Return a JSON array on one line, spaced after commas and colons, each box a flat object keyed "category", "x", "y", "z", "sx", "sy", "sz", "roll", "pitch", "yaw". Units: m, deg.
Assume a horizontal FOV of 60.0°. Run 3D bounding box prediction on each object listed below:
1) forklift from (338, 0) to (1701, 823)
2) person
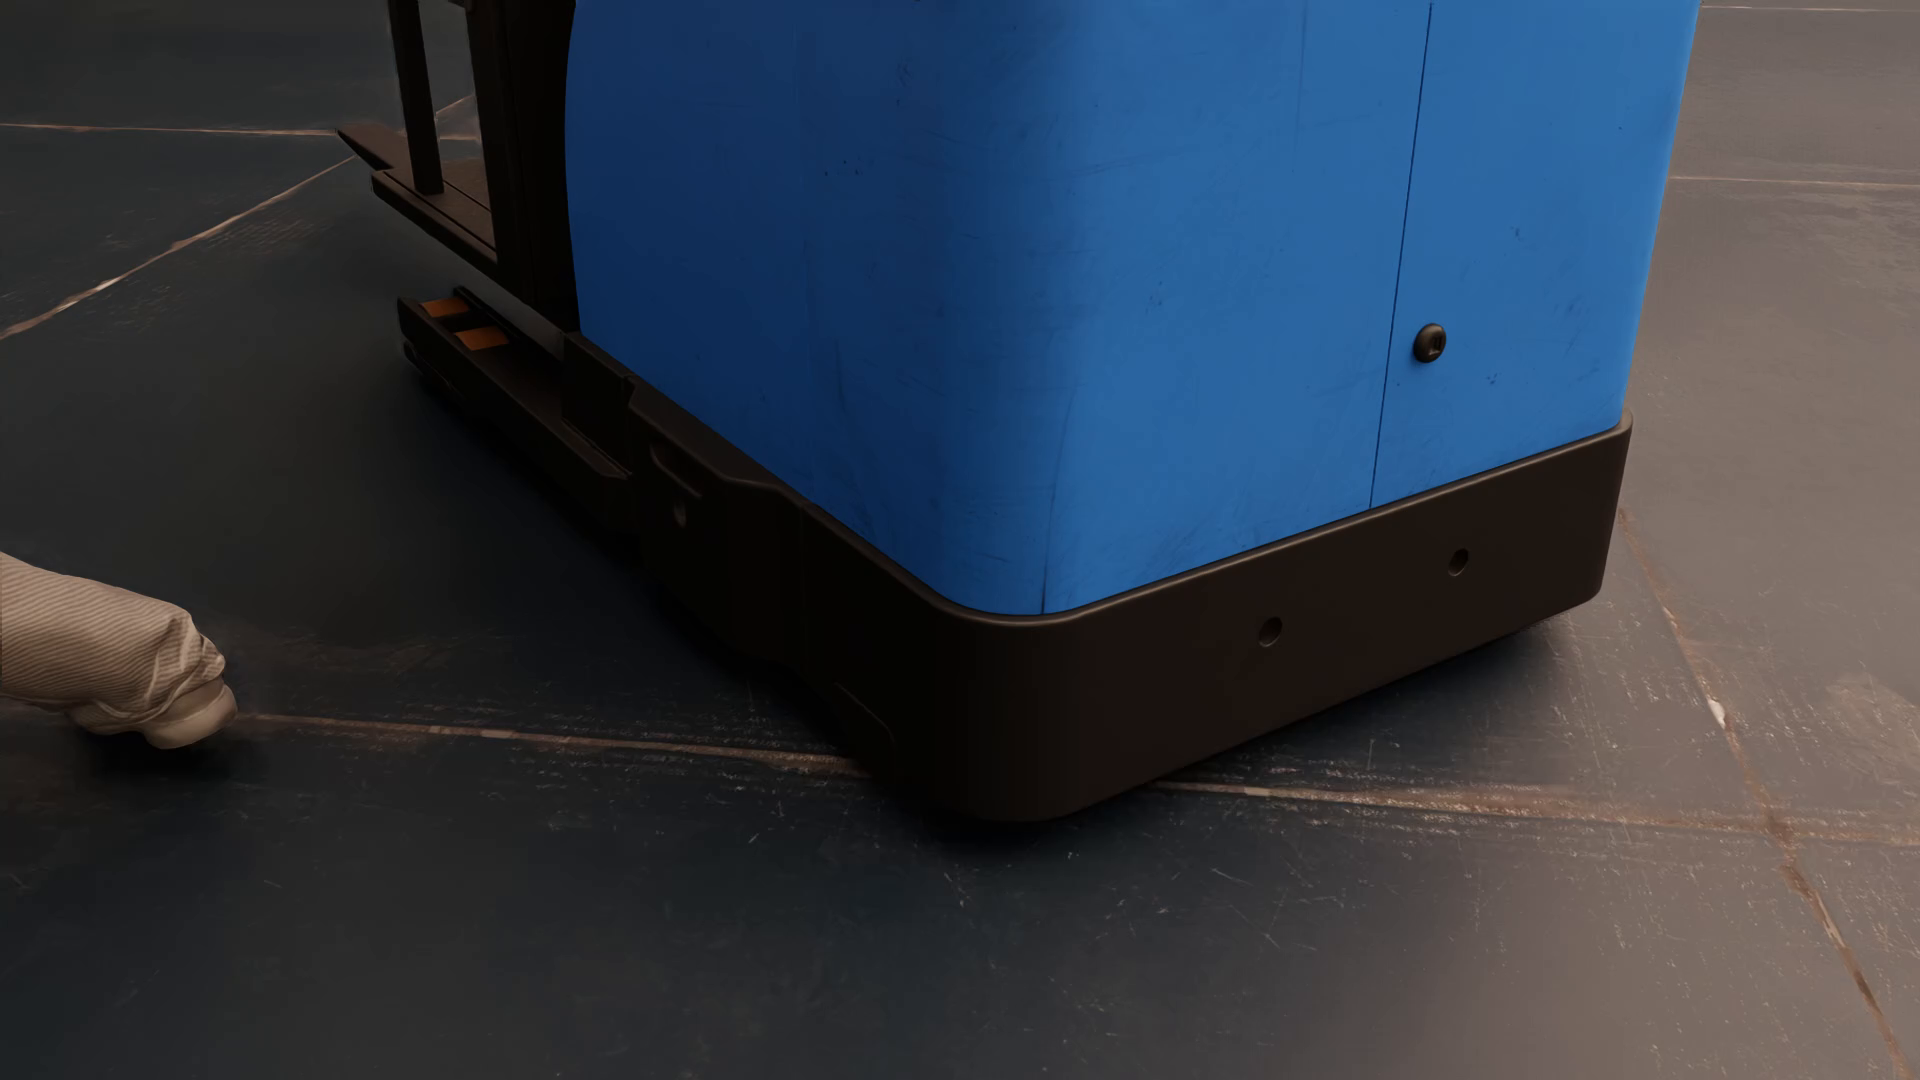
[{"category": "forklift", "x": -0.371, "y": -1.624, "z": 2.472, "sx": 1.130, "sy": 2.935, "sz": 3.031, "roll": -17, "pitch": 31, "yaw": -30}, {"category": "person", "x": -1.386, "y": -0.379, "z": 1.514, "sx": 0.927, "sy": 1.523, "sz": 0.960, "roll": 11, "pitch": 28, "yaw": 20}]
